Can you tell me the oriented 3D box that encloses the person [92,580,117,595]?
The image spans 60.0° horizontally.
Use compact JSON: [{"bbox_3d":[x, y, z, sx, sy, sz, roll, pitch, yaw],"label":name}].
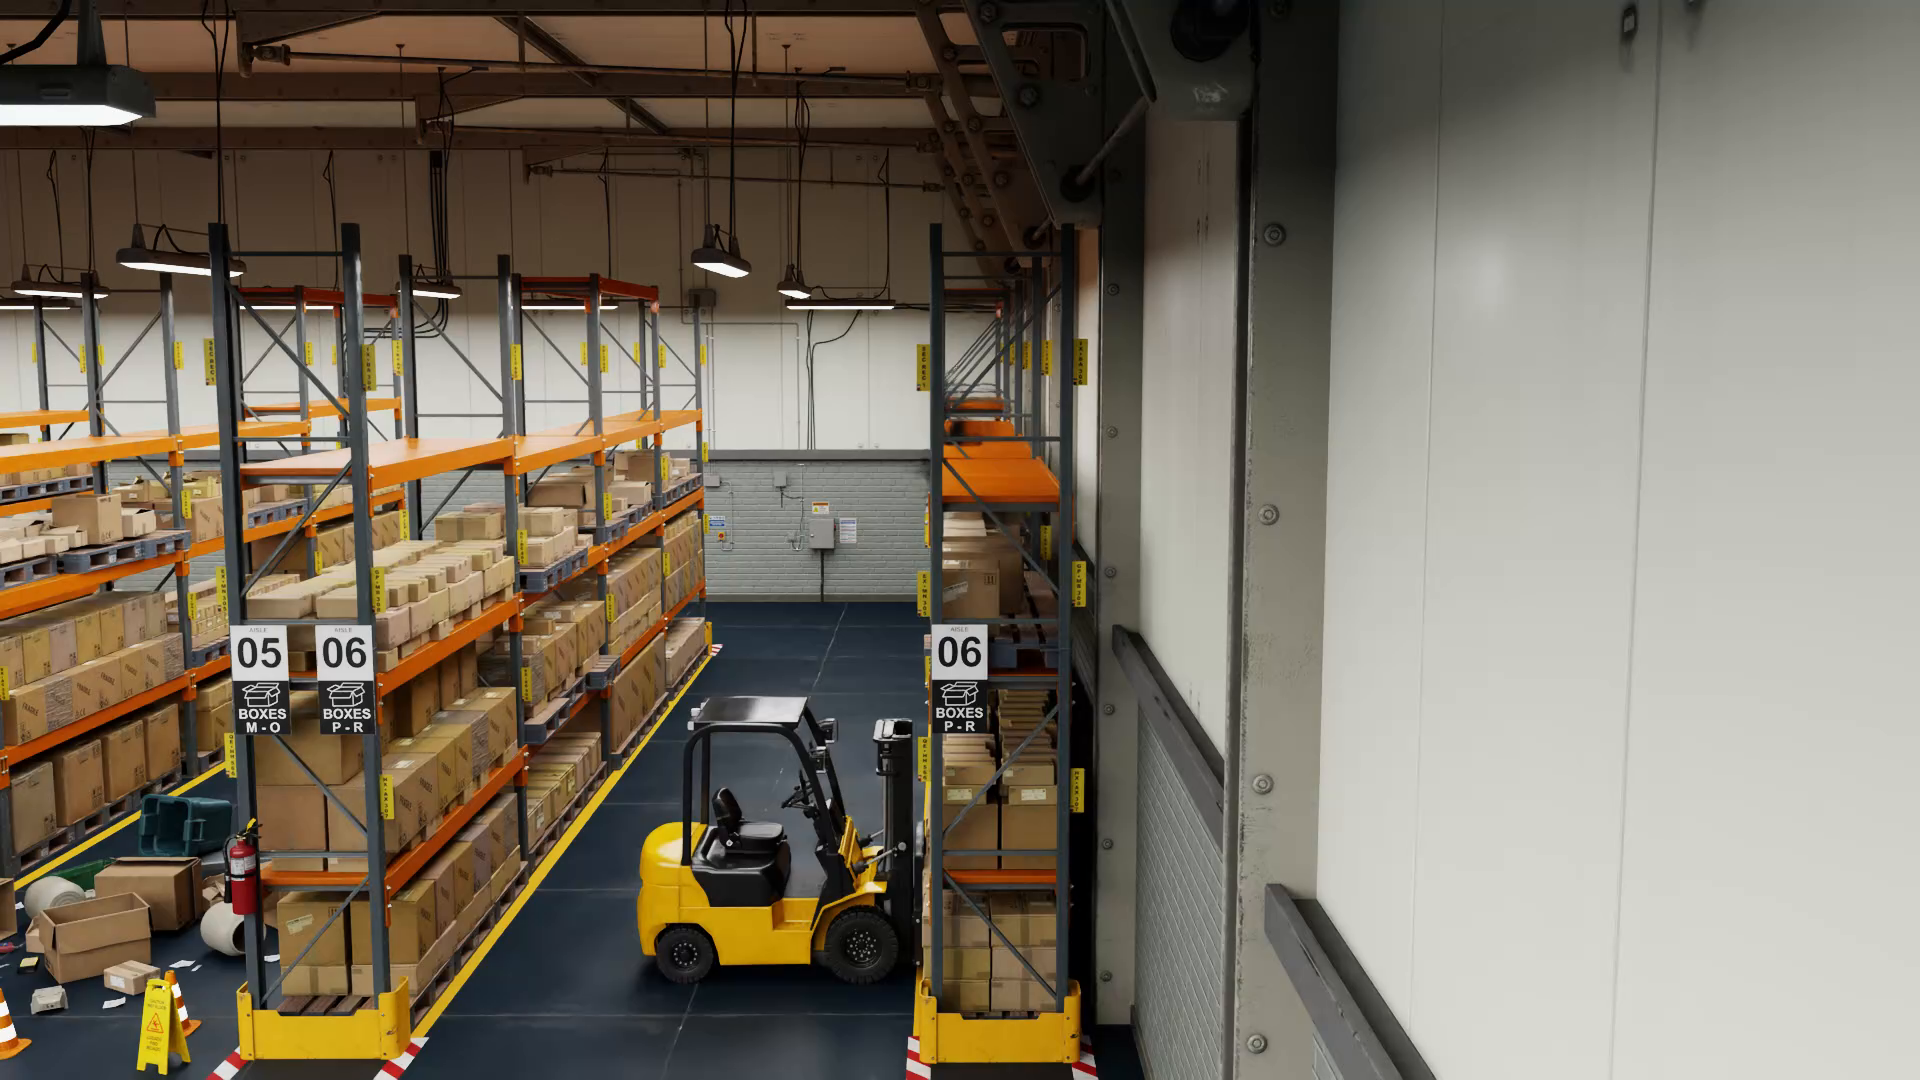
[{"bbox_3d":[-12.850,1.343,25.151,0.659,1.755,0.914,0,7,-3],"label":"person"}]
